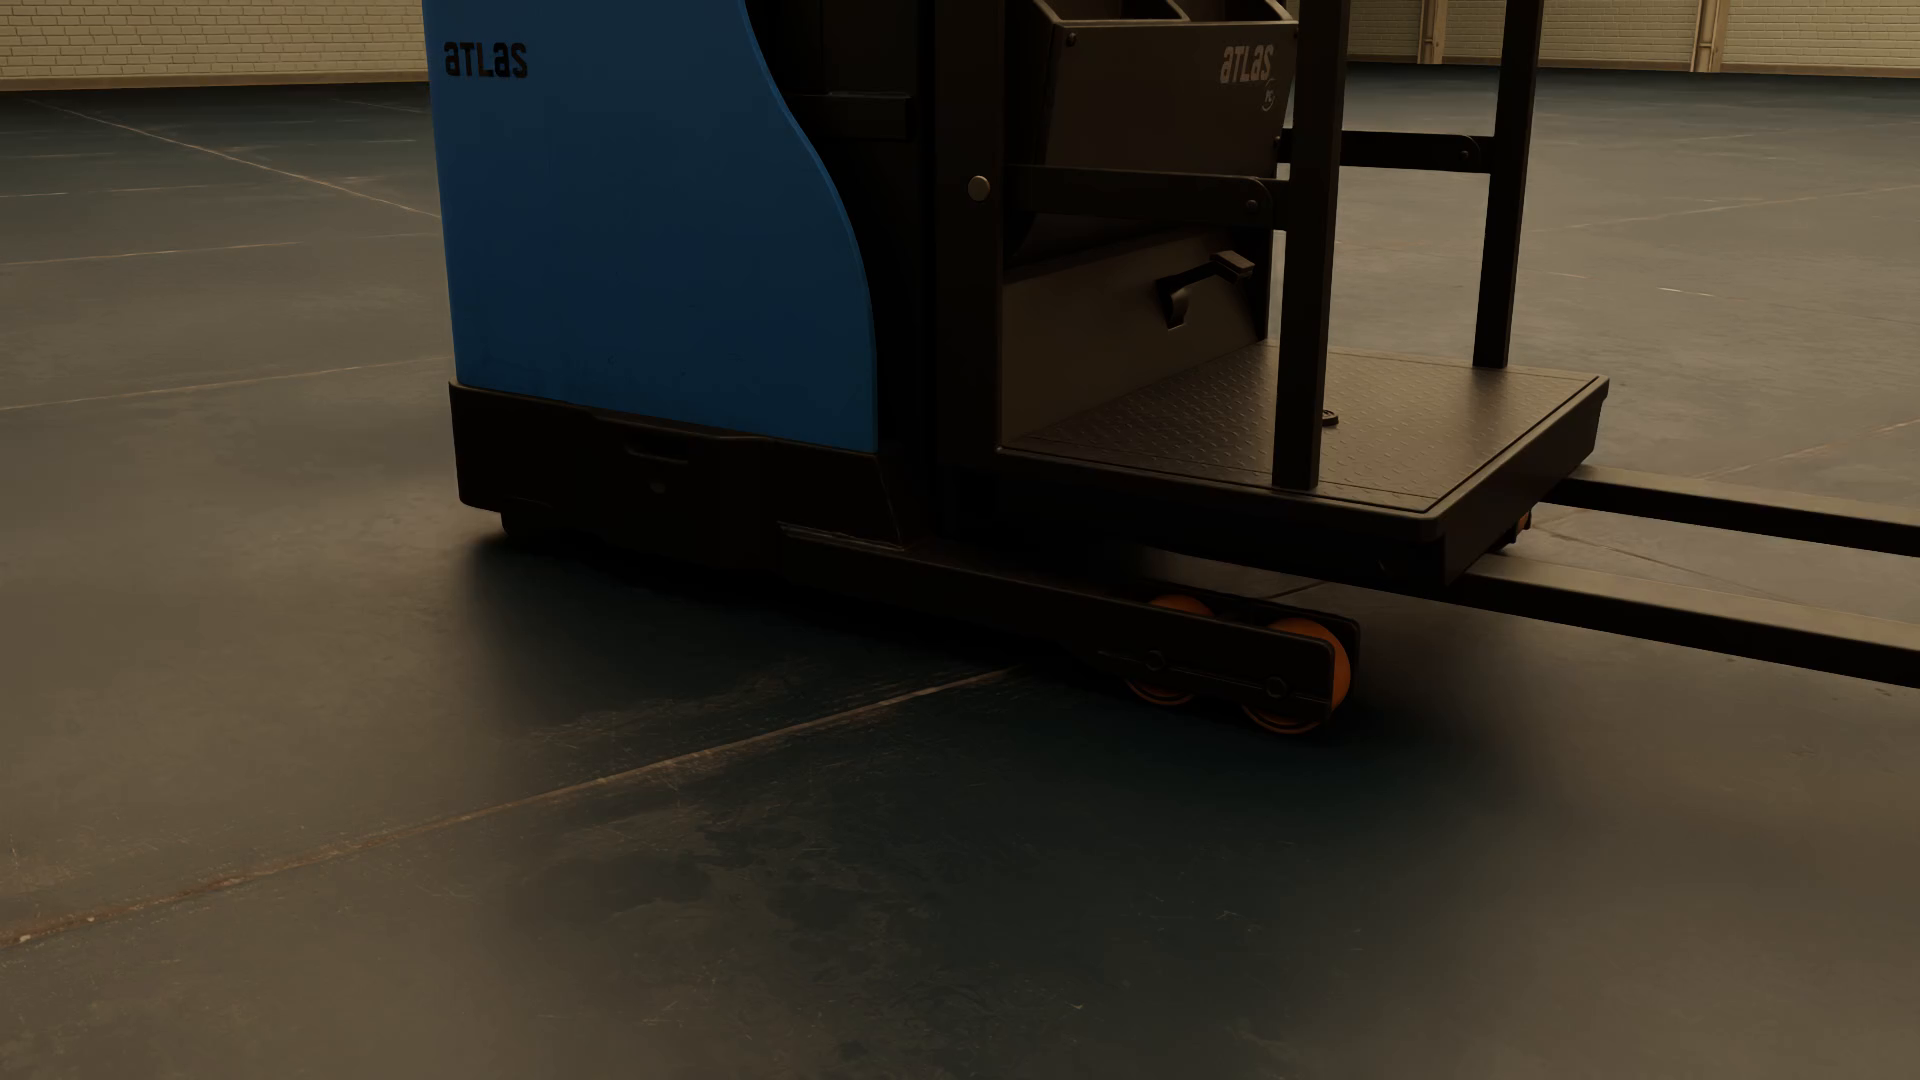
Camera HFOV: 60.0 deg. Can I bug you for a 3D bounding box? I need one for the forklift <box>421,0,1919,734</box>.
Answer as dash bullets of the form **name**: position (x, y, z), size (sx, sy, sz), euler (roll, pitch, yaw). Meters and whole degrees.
- **forklift**: position (0.514, -1.298, 2.549), size (3.031, 2.935, 1.130), euler (11, 21, 31)
